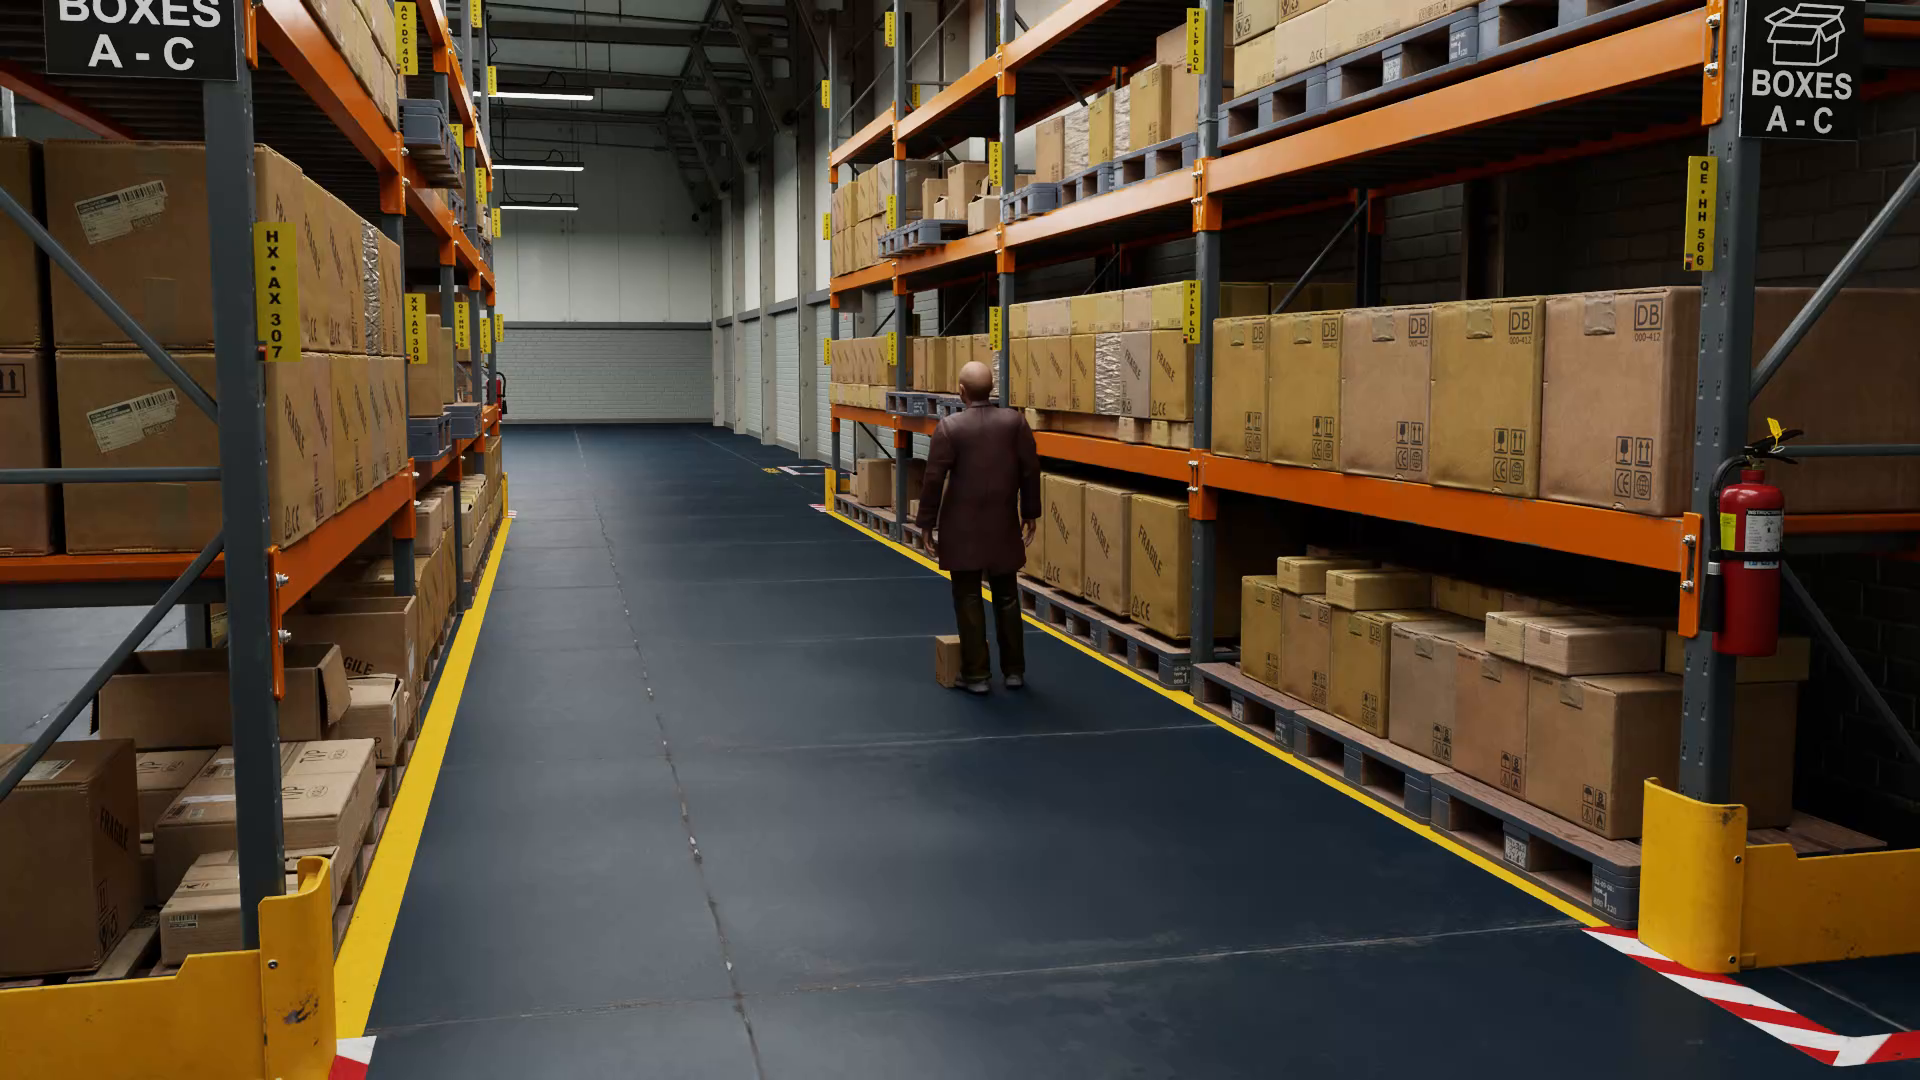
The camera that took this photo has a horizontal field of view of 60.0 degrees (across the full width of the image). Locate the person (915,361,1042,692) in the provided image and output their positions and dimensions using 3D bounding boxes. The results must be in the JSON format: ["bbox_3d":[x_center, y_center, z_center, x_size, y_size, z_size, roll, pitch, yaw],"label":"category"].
[{"bbox_3d":[0.085,-0.075,9.017,0.694,1.776,0.582,-1,6,-13],"label":"person"}]
